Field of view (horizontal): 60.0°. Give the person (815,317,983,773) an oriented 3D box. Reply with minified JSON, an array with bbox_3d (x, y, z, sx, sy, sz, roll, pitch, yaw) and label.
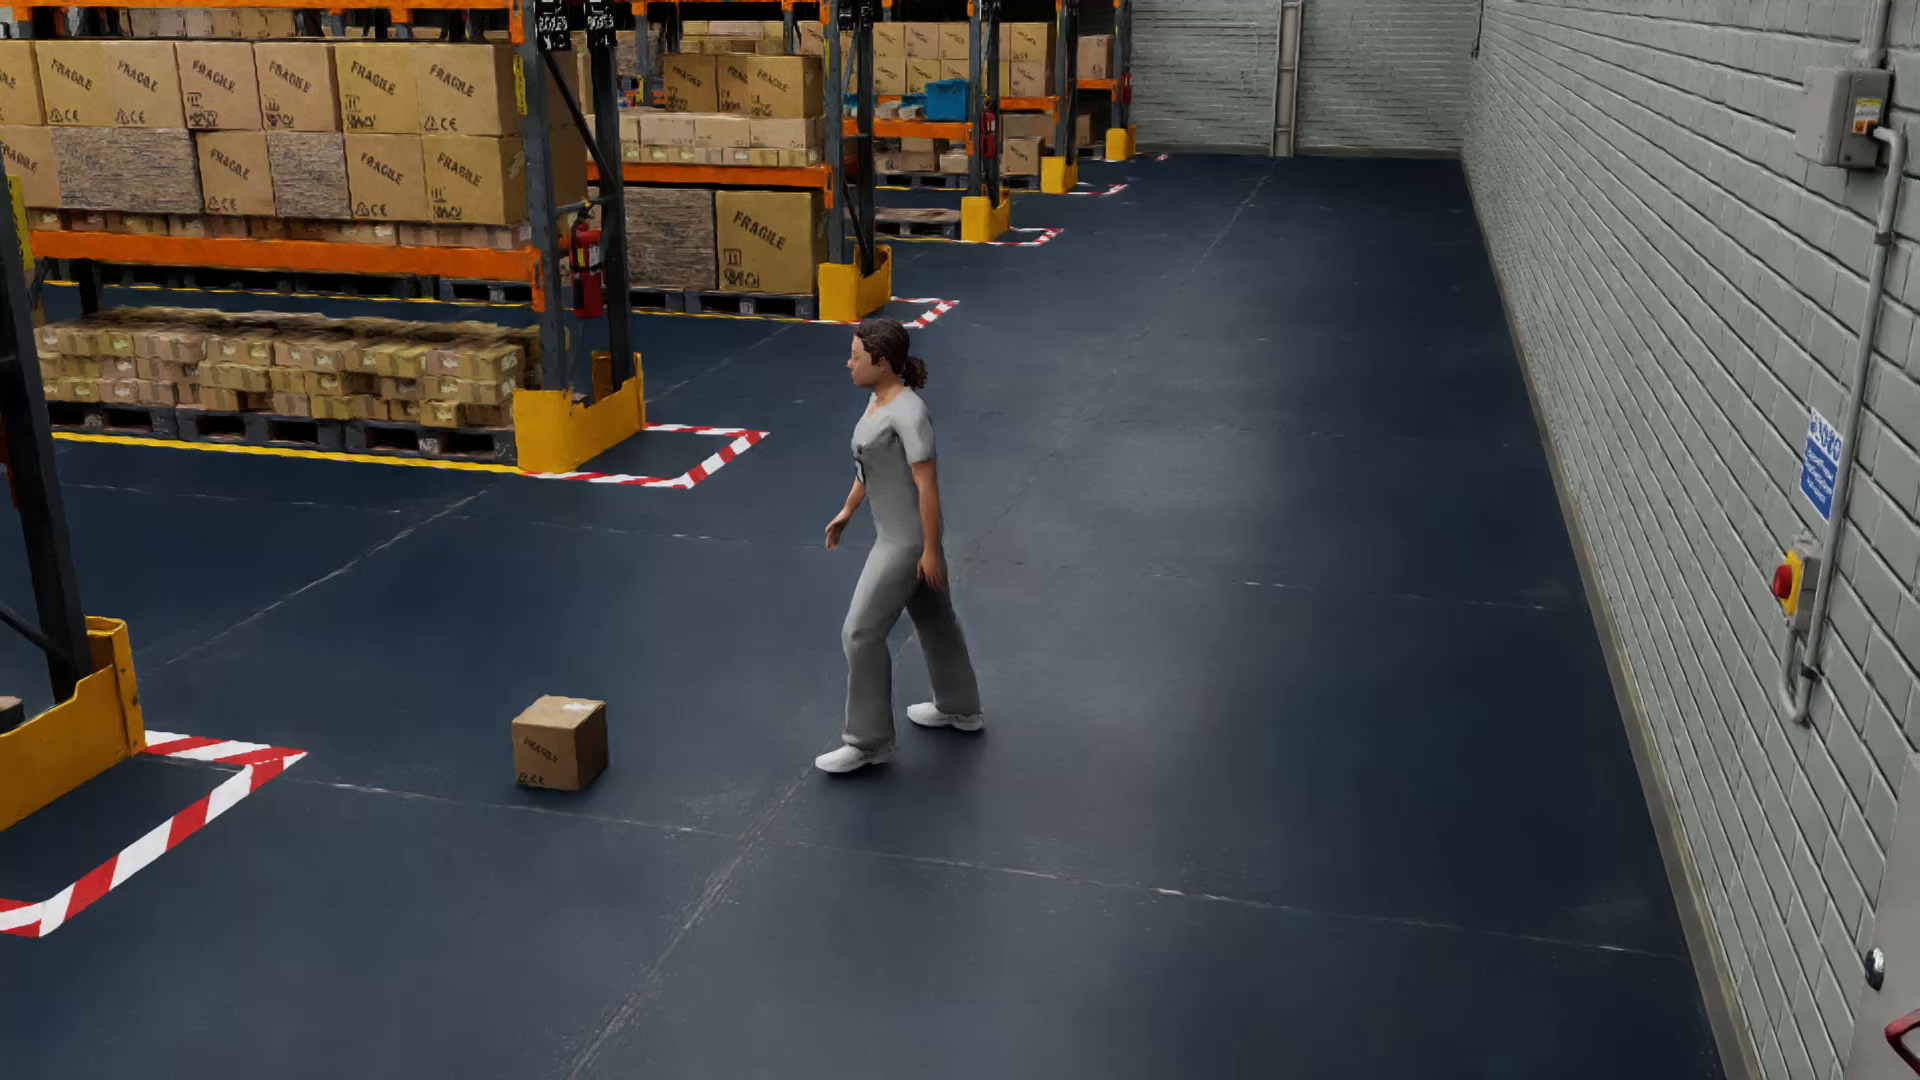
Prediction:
[{"bbox_3d":[-0.228,-0.001,6.087,0.676,1.640,0.543,-3,19,-8],"label":"person"}]
